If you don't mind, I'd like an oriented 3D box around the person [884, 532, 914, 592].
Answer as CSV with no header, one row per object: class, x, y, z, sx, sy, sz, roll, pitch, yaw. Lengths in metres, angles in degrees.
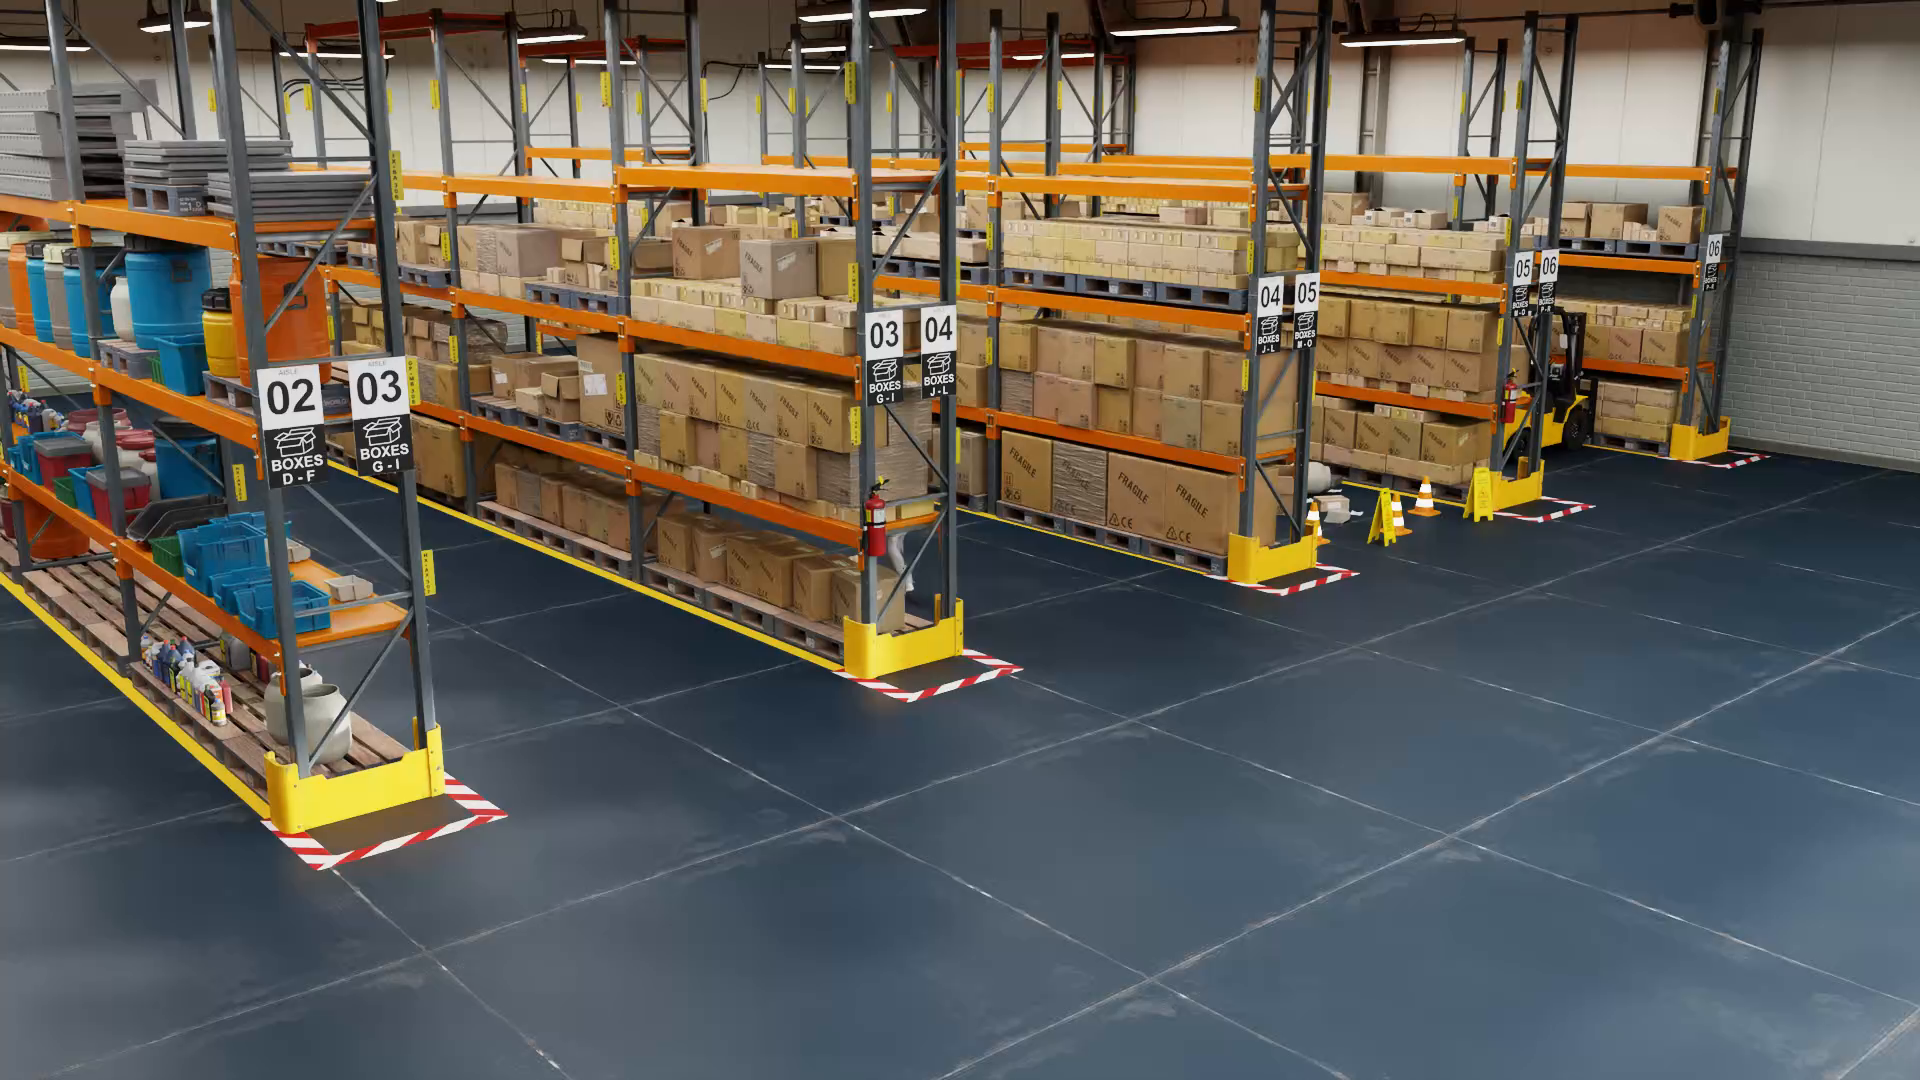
person,-0.675,-0.277,17.110,0.447,1.633,0.890,-10,17,-35
